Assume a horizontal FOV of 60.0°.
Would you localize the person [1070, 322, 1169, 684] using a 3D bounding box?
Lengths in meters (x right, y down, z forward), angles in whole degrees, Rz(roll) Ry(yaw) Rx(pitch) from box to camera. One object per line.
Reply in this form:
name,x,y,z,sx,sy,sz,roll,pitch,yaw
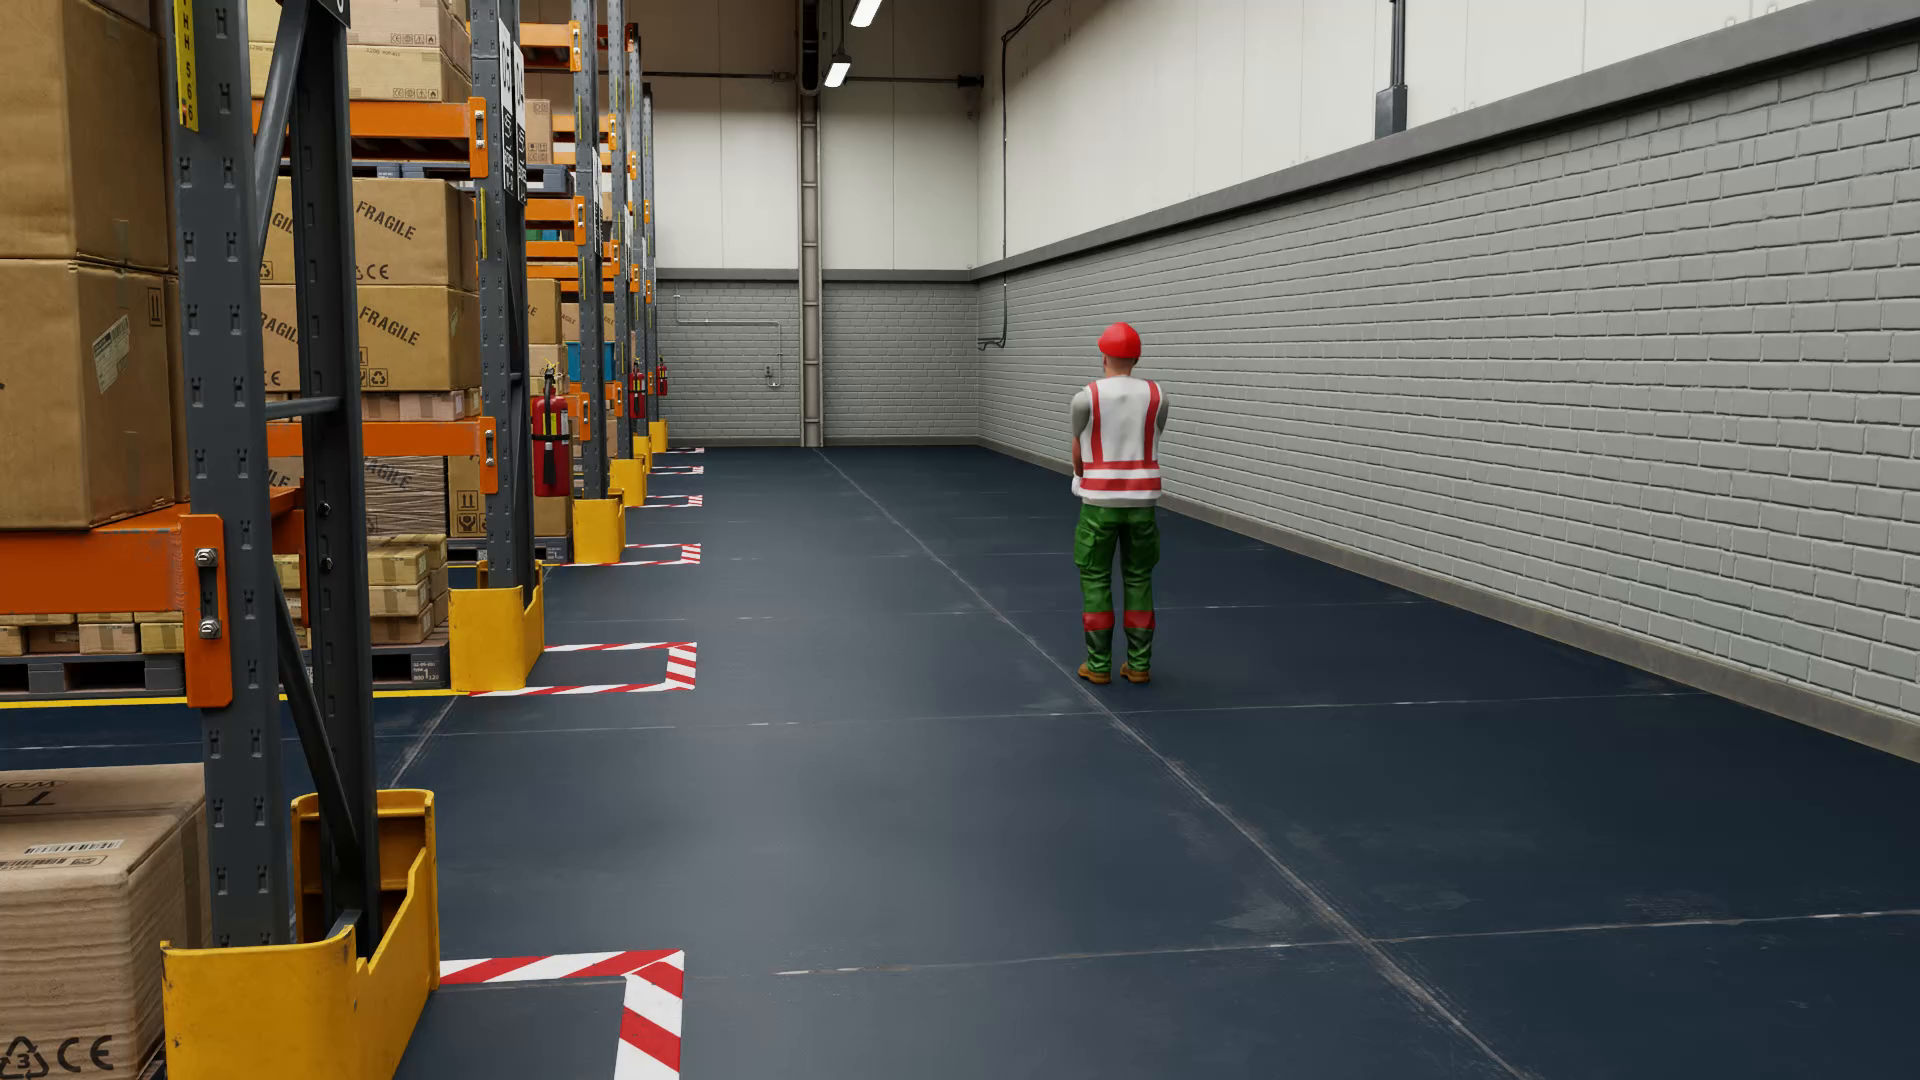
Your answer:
person,0.761,-0.187,8.294,0.494,1.782,0.570,-1,6,-8
